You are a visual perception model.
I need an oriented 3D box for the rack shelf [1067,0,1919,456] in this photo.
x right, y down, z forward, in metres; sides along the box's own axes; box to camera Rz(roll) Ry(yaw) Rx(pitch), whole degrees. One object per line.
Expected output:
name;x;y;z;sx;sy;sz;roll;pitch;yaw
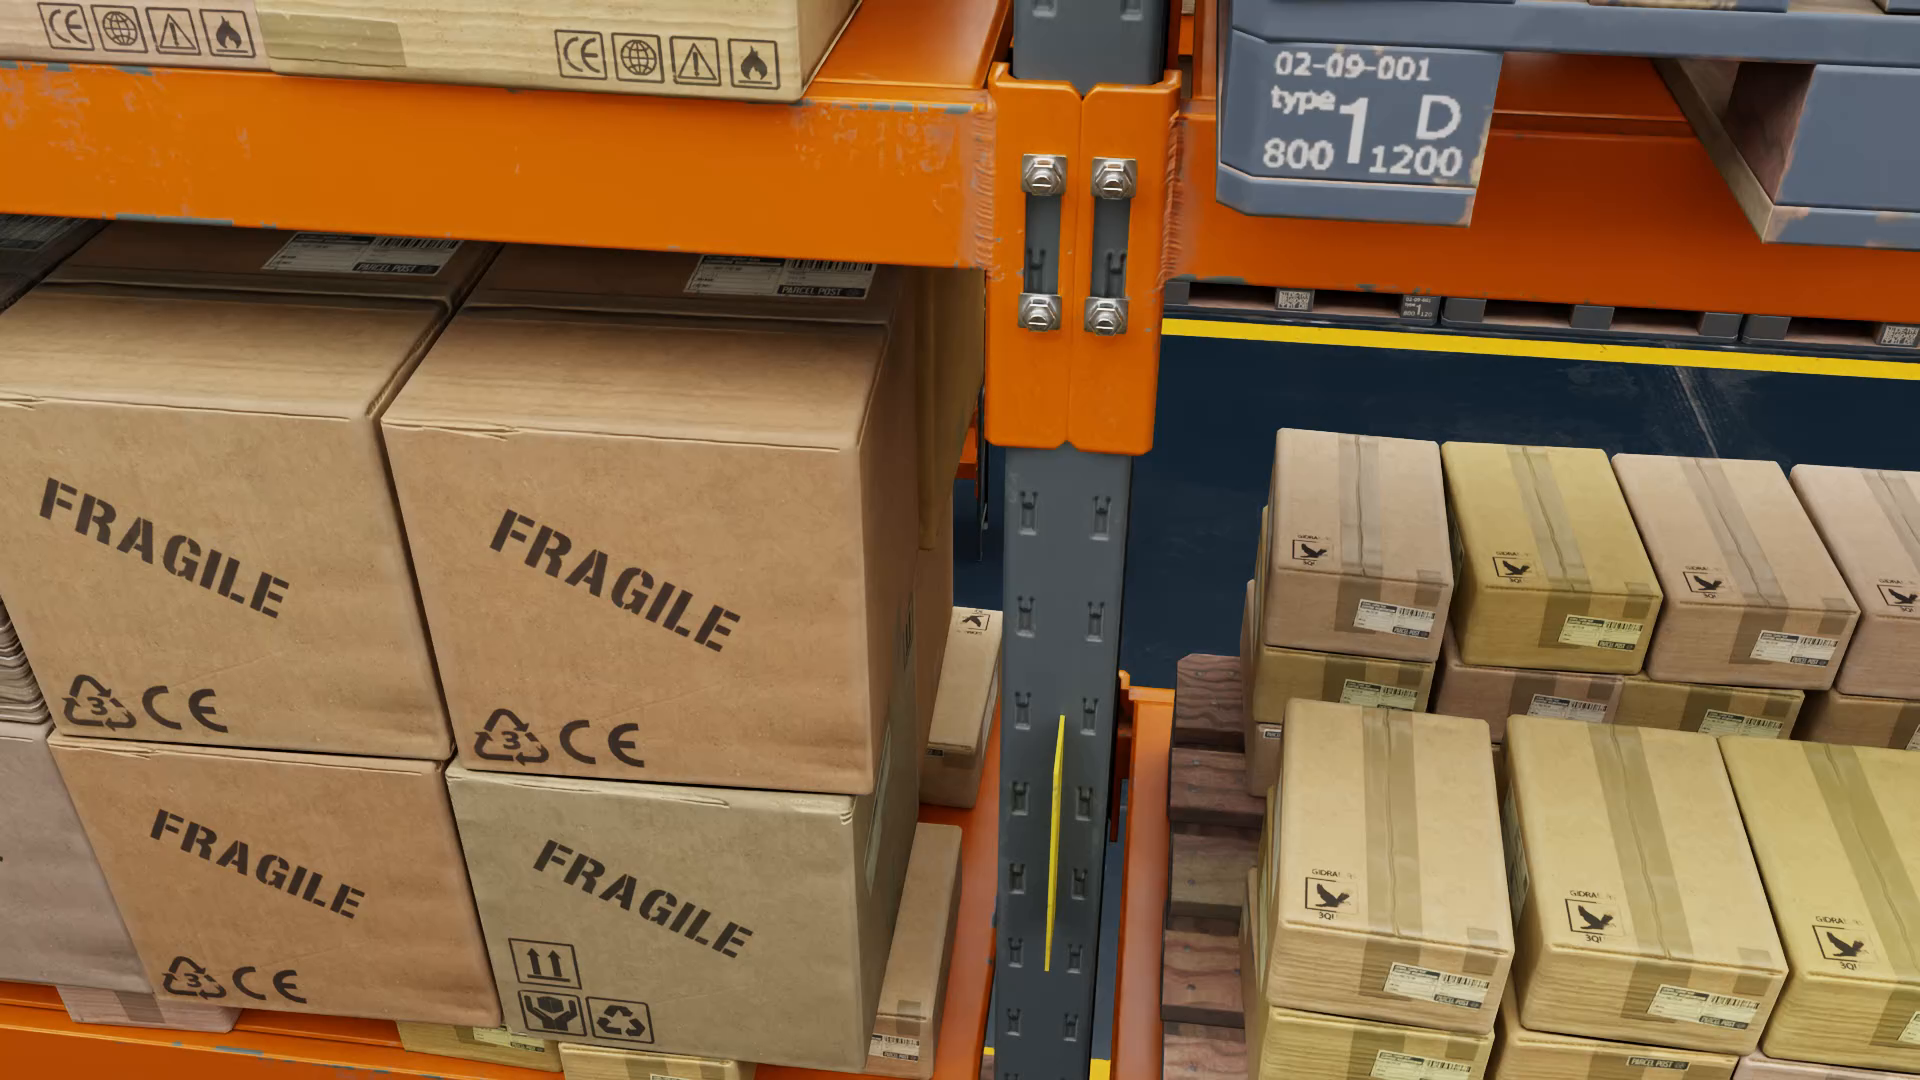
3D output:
rack shelf;2.155;-0.387;1.747;4.000;0.370;1.077;4;36;6

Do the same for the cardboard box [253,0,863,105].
cardboard box;-0.350;-0.647;1.622;0.500;0.250;0.500;5;36;7

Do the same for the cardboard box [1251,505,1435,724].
cardboard box;0.591;0.119;2.600;0.250;0.149;0.380;5;36;7

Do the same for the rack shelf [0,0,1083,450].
rack shelf;-1.813;-0.683;2.162;4.000;0.370;1.077;4;36;6

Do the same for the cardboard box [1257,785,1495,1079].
cardboard box;0.503;0.498;2.069;0.250;0.149;0.380;5;36;7

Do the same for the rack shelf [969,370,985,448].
rack shelf;-0.164;-0.446;5.458;0.480;0.148;0.258;4;36;6

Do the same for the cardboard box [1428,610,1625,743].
cardboard box;0.853;0.138;2.573;0.250;0.149;0.380;4;36;6

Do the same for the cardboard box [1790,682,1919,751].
cardboard box;1.370;0.176;2.520;0.250;0.149;0.380;3;36;4

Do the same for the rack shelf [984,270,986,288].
rack shelf;-0.164;-0.820;5.190;0.480;0.148;0.258;4;36;6

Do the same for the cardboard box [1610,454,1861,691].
cardboard box;1.117;0.039;2.455;0.250;0.149;0.380;3;36;4

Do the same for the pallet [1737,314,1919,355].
pallet;3.896;-1.137;7.162;1.213;0.211;1.003;4;36;6

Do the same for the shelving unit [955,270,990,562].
shelving unit;-0.164;-0.501;5.419;0.503;1.200;0.258;4;36;6

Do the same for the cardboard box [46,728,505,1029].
cardboard box;-0.859;0.319;2.378;0.500;0.500;0.500;3;36;5

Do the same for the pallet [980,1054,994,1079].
pallet;-0.499;1.499;3.468;1.213;0.211;1.003;4;36;6

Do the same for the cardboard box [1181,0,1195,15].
cardboard box;1.104;-2.221;6.408;0.500;0.250;0.500;3;36;5

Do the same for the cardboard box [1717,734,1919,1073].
cardboard box;1.035;0.414;1.930;0.250;0.149;0.380;5;36;6

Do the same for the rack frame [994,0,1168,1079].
rack frame;0.171;0.395;2.614;0.053;2.616;0.949;4;36;6

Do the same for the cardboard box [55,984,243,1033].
cardboard box;-1.195;0.563;2.596;0.250;0.149;0.380;3;36;4

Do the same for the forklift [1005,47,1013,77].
forklift;1.043;-3.859;8.634;3.031;2.935;1.130;4;36;5

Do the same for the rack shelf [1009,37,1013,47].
rack shelf;-1.282;-2.322;7.040;4.000;0.370;1.077;4;36;6

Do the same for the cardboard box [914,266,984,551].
cardboard box;-0.245;-0.349;2.454;0.500;0.500;0.500;5;36;7

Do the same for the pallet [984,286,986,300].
pallet;-0.043;-1.433;7.576;1.213;0.211;1.003;4;36;6

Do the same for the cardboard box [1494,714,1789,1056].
cardboard box;0.781;0.394;1.959;0.250;0.149;0.380;5;36;7

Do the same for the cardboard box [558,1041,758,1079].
cardboard box;-0.411;0.653;2.469;0.250;0.149;0.380;3;36;5

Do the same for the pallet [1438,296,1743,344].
pallet;2.690;-1.229;7.290;1.213;0.211;1.003;4;36;6

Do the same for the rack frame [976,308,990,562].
rack frame;0.078;-0.483;5.393;0.015;1.200;0.240;4;36;6

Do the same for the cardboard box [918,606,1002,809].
cardboard box;-0.068;0.286;2.983;0.250;0.149;0.380;6;36;8

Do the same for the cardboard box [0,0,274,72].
cardboard box;-0.844;-0.691;1.683;0.500;0.250;0.500;4;36;6

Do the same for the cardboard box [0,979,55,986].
cardboard box;-1.440;0.513;2.665;0.250;0.149;0.380;4;36;5

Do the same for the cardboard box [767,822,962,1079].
cardboard box;-0.142;0.609;2.530;0.250;0.149;0.380;4;36;5

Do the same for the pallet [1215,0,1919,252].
pallet;0.770;-0.644;1.650;1.003;0.211;1.213;4;36;6

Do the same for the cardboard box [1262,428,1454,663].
cardboard box;0.594;0.000;2.511;0.250;0.149;0.380;6;36;8

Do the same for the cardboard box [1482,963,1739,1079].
cardboard box;0.761;0.516;2.044;0.250;0.149;0.380;4;36;5

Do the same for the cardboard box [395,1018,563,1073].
cardboard box;-0.669;0.599;2.545;0.250;0.149;0.380;6;36;8

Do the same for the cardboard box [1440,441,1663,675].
cardboard box;0.861;0.019;2.484;0.250;0.149;0.380;3;36;5

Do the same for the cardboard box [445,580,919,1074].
cardboard box;-0.345;0.358;2.323;0.500;0.500;0.500;4;36;6

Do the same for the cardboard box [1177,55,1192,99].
cardboard box;1.327;-1.773;7.119;0.875;0.875;0.875;5;36;7

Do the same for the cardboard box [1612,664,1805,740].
cardboard box;1.098;0.158;2.545;0.250;0.149;0.380;6;36;8

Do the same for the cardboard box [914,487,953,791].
cardboard box;-0.288;0.050;2.756;0.500;0.500;0.500;4;36;5

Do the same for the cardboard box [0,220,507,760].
cardboard box;-0.843;-0.090;2.091;0.500;0.500;0.500;3;36;4

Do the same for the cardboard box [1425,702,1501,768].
cardboard box;0.848;0.259;2.660;0.250;0.149;0.380;4;36;6

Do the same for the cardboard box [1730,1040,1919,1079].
cardboard box;1.017;0.535;2.018;0.250;0.149;0.380;5;36;7

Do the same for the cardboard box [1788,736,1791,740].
cardboard box;1.344;0.297;2.606;0.250;0.149;0.380;3;36;4

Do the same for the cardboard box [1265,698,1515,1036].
cardboard box;0.503;0.377;1.983;0.250;0.149;0.380;6;36;8

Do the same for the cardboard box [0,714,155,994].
cardboard box;-1.353;0.282;2.431;0.500;0.500;0.500;4;36;6

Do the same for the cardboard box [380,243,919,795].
cardboard box;-0.329;-0.054;2.041;0.500;0.500;0.500;3;36;4

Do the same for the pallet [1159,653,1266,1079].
pallet;0.911;0.612;2.476;1.213;0.211;1.003;4;36;6

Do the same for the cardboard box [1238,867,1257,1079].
cardboard box;0.503;0.619;2.156;0.250;0.149;0.380;3;36;4

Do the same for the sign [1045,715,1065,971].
sign;0.110;0.354;1.926;0.005;0.325;0.100;4;36;6

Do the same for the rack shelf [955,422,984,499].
rack shelf;-0.164;-0.284;5.573;0.480;0.148;0.258;4;36;6

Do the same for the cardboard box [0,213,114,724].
cardboard box;-1.349;-0.136;2.155;0.500;0.500;0.500;5;36;7

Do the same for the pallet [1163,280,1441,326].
pallet;1.476;-1.318;7.415;1.213;0.211;1.003;4;36;6

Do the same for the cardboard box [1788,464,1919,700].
cardboard box;1.377;0.059;2.428;0.250;0.149;0.380;4;36;6

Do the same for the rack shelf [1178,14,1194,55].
rack shelf;2.685;-2.026;6.625;4.000;0.370;1.077;4;36;6

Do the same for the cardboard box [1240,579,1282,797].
cardboard box;0.590;0.240;2.686;0.250;0.149;0.380;3;36;5

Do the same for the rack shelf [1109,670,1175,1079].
rack shelf;2.155;0.834;2.618;4.000;0.370;1.077;4;36;6

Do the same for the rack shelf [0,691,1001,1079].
rack shelf;-1.813;0.538;3.033;4.000;0.370;1.077;4;36;6
